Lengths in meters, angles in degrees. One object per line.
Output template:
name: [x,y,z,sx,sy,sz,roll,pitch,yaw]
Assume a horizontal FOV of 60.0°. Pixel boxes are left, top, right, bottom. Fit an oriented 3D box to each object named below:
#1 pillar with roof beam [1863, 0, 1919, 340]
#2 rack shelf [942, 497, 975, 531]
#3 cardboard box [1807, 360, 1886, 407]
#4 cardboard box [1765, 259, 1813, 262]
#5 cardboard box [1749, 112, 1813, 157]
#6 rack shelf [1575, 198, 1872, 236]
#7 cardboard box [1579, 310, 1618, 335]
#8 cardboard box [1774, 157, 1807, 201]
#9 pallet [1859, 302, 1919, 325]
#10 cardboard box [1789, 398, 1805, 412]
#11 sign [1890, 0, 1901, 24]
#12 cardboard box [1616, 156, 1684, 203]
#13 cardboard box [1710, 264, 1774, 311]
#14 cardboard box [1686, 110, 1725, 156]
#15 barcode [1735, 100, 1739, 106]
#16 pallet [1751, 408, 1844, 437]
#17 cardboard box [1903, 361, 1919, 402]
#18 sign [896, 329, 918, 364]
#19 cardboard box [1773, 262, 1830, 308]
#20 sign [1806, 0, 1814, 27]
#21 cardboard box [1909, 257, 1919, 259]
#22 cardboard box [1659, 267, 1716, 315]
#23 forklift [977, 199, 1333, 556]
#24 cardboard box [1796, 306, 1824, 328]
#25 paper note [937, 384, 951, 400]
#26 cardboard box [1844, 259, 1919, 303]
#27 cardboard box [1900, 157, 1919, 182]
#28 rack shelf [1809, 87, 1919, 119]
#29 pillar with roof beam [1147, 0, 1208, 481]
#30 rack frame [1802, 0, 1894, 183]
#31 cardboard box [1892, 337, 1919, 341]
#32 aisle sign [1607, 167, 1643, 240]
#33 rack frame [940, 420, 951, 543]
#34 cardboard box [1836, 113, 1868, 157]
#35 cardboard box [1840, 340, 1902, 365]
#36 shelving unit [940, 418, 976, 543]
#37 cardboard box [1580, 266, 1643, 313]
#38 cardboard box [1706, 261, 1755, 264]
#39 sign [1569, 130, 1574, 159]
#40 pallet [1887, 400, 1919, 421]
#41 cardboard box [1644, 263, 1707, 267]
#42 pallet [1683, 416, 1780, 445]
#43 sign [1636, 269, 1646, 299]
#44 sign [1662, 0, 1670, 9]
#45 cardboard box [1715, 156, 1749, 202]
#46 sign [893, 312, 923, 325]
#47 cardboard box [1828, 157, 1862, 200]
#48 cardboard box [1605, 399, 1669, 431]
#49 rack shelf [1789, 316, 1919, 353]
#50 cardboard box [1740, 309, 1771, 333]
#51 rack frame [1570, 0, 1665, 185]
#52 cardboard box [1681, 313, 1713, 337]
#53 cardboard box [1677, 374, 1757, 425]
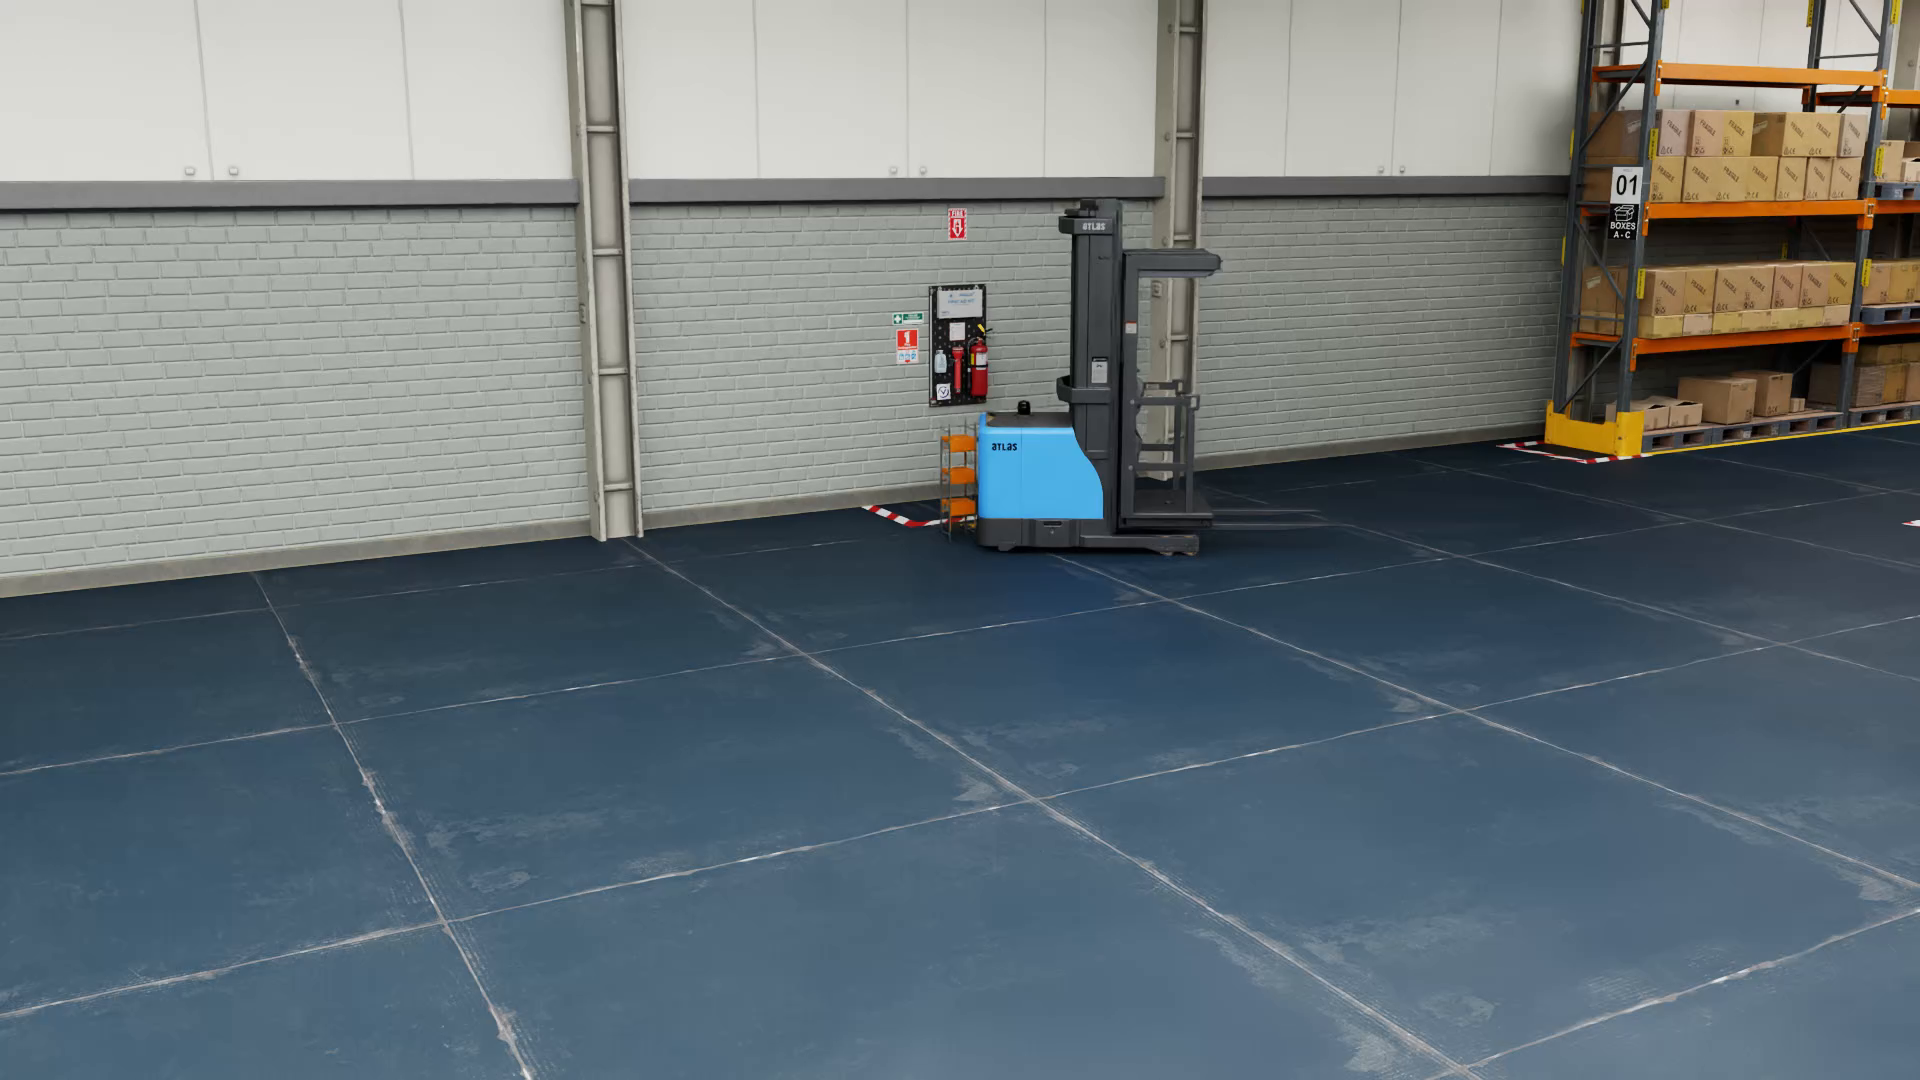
pillar with roof beam: [14.813,-5.493,18.520,0.400,9.000,9.100,-7,14,-28]
rack shelf: [-0.019,-0.238,14.591,0.240,0.259,0.215,-6,14,-25]
cardboard box: [11.433,-2.021,21.447,0.500,0.500,0.700,-6,14,-26]
cardboard box: [10.282,-3.238,20.754,0.500,0.500,0.500,-7,15,-29]
cardboard box: [9.556,-4.733,19.425,0.500,0.500,0.500,-7,15,-30]
rack shelf: [9.039,-3.847,19.677,4.000,0.370,1.077,-7,14,-28]
cardboard box: [7.601,-2.547,19.391,0.500,0.250,0.500,-7,14,-27]
cardboard box: [9.552,-4.250,19.555,0.500,0.500,0.500,-7,15,-30]
pallet: [11.535,-2.904,21.116,1.213,0.211,1.003,-7,14,-28]
cardboard box: [10.340,-1.715,20.849,0.250,0.166,0.380,-9,16,-35]
sign: [11.039,-6.259,19.619,0.005,0.325,0.100,-7,14,-28]
cardboard box: [7.697,-4.033,18.592,0.500,0.500,0.500,-6,14,-26]
cardboard box: [9.190,-2.979,19.600,0.500,0.500,0.500,-6,14,-26]
cardboard box: [8.203,-4.570,18.704,0.500,0.500,0.500,-7,14,-29]
barcode: [9.369,-5.272,20.043,0.075,0.075,0.001,-7,14,-28]
pallet: [10.222,-1.507,20.824,1.213,0.211,1.003,-7,14,-28]
cardboard box: [12.330,-2.131,21.935,0.500,0.500,0.700,-7,14,-27]
sign: [-0.505,-1.860,15.959,0.234,0.329,0.001,-7,14,-28]
cardboard box: [10.093,-3.084,20.070,0.500,0.500,0.500,-7,14,-28]
sign: [10.524,-6.511,20.556,0.005,0.325,0.100,-7,14,-28]
cardboard box: [12.815,-3.442,21.843,0.500,0.500,0.700,-7,14,-28]
cardboard box: [8.286,-2.869,19.113,0.500,0.500,0.500,-7,14,-28]
forklift: [1.666,-1.417,14.229,3.031,2.935,1.130,0,13,1]
cardboard box: [10.083,-2.722,20.170,0.500,0.250,0.500,-7,14,-28]
paper note: [-0.158,-1.445,16.206,0.142,0.148,0.016,-7,14,-28]
cardboard box: [11.752,-3.313,21.267,0.500,0.500,0.700,-5,14,-22]
cardboard box: [11.854,-4.676,20.972,0.500,0.311,0.500,-6,14,-26]
rack shelf: [12.550,-5.536,21.262,4.000,0.370,1.077,-7,14,-28]
pillar with roof beam: [4.280,-4.230,12.911,0.400,9.000,9.100,-7,14,-28]
rack frame: [10.795,-5.872,20.204,0.127,3.000,1.000,-7,14,-28]
cardboard box: [12.719,-2.538,22.037,0.500,0.250,0.500,-7,14,-28]
aisle sign: [7.365,-3.727,18.417,0.004,0.787,0.394,-7,14,-28]
rack frame: [-0.129,-0.508,14.476,0.008,1.050,0.200,-6,14,-25]
cardboard box: [10.485,-4.850,19.944,0.500,0.500,0.500,-8,15,-33]
cardboard box: [11.818,-2.433,21.573,0.500,0.250,0.500,-7,15,-29]
shelving unit: [-0.019,-0.520,14.528,0.252,1.050,0.215,-6,14,-25]
cardboard box: [7.596,-2.917,19.327,0.500,0.500,0.500,-7,14,-28]
cardboard box: [9.386,-3.133,20.287,0.500,0.500,0.500,-6,14,-26]
sign: [7.036,-4.528,19.051,0.005,0.325,0.100,-7,14,-28]
pallet: [12.550,-1.796,22.108,1.213,0.211,1.003,-7,14,-28]
cardboard box: [8.494,-3.023,19.799,0.500,0.500,0.500,-7,15,-29]
pallet: [9.150,-1.378,20.250,1.213,0.211,1.003,-7,14,-28]
sign: [7.544,-2.842,18.433,0.005,0.325,0.100,-7,14,-28]
sign: [7.544,-5.841,17.758,0.005,0.325,0.100,-7,14,-28]
cardboard box: [8.640,-4.138,19.059,0.500,0.500,0.500,-6,14,-25]
sign: [-0.496,-2.117,15.896,0.331,0.109,0.001,-7,14,-28]
cardboard box: [10.468,-4.366,20.071,0.500,0.500,0.500,-6,14,-26]
cardboard box: [7.934,-1.482,19.486,0.500,0.311,0.500,-9,15,-34]
rack shelf: [12.550,-2.804,21.876,4.000,0.370,1.077,-7,14,-28]
cardboard box: [9.208,-2.613,19.685,0.500,0.250,0.500,-7,14,-27]
rack frame: [7.284,-5.451,18.334,0.127,3.000,1.000,-7,14,-28]
cardboard box: [8.313,-2.508,19.218,0.500,0.250,0.500,-7,15,-30]
cardboard box: [9.103,-1.702,20.032,0.500,0.500,0.700,-8,15,-31]
